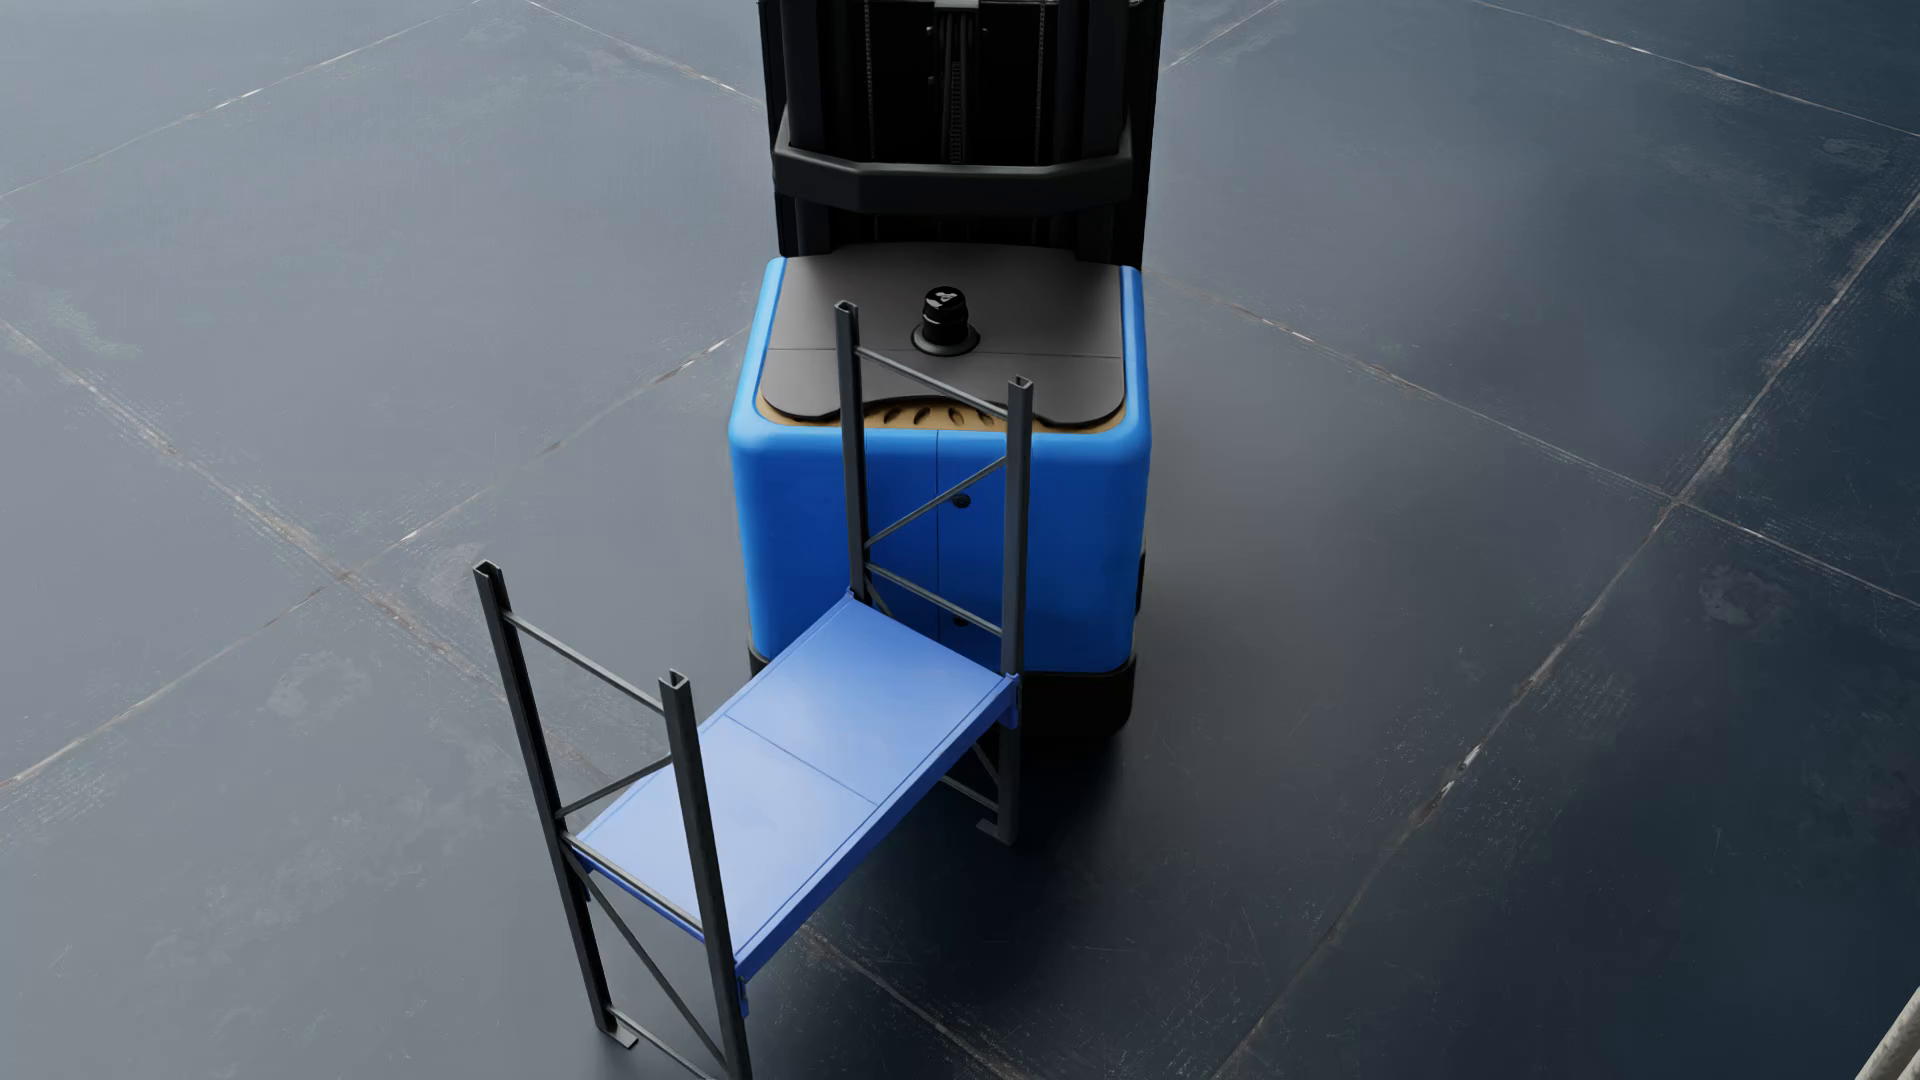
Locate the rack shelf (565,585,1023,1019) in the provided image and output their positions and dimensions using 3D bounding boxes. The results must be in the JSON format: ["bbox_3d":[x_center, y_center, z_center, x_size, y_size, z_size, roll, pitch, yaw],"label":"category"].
[{"bbox_3d":[-0.361,0.552,3.795,0.538,0.185,1.000,26,48,26],"label":"rack shelf"}]

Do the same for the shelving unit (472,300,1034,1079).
[{"bbox_3d":[-0.361,0.419,3.674,0.538,1.500,1.048,26,48,26],"label":"shelving unit"}]

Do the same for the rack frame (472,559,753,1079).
[{"bbox_3d":[-0.661,0.695,3.370,0.500,1.500,0.032,26,48,26],"label":"rack frame"}]

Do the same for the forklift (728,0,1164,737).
[{"bbox_3d":[0.013,-1.523,4.746,1.130,2.935,3.031,2,42,2],"label":"forklift"}]

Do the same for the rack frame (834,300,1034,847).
[{"bbox_3d":[-0.061,0.143,3.978,0.500,1.500,0.032,26,48,26],"label":"rack frame"}]
